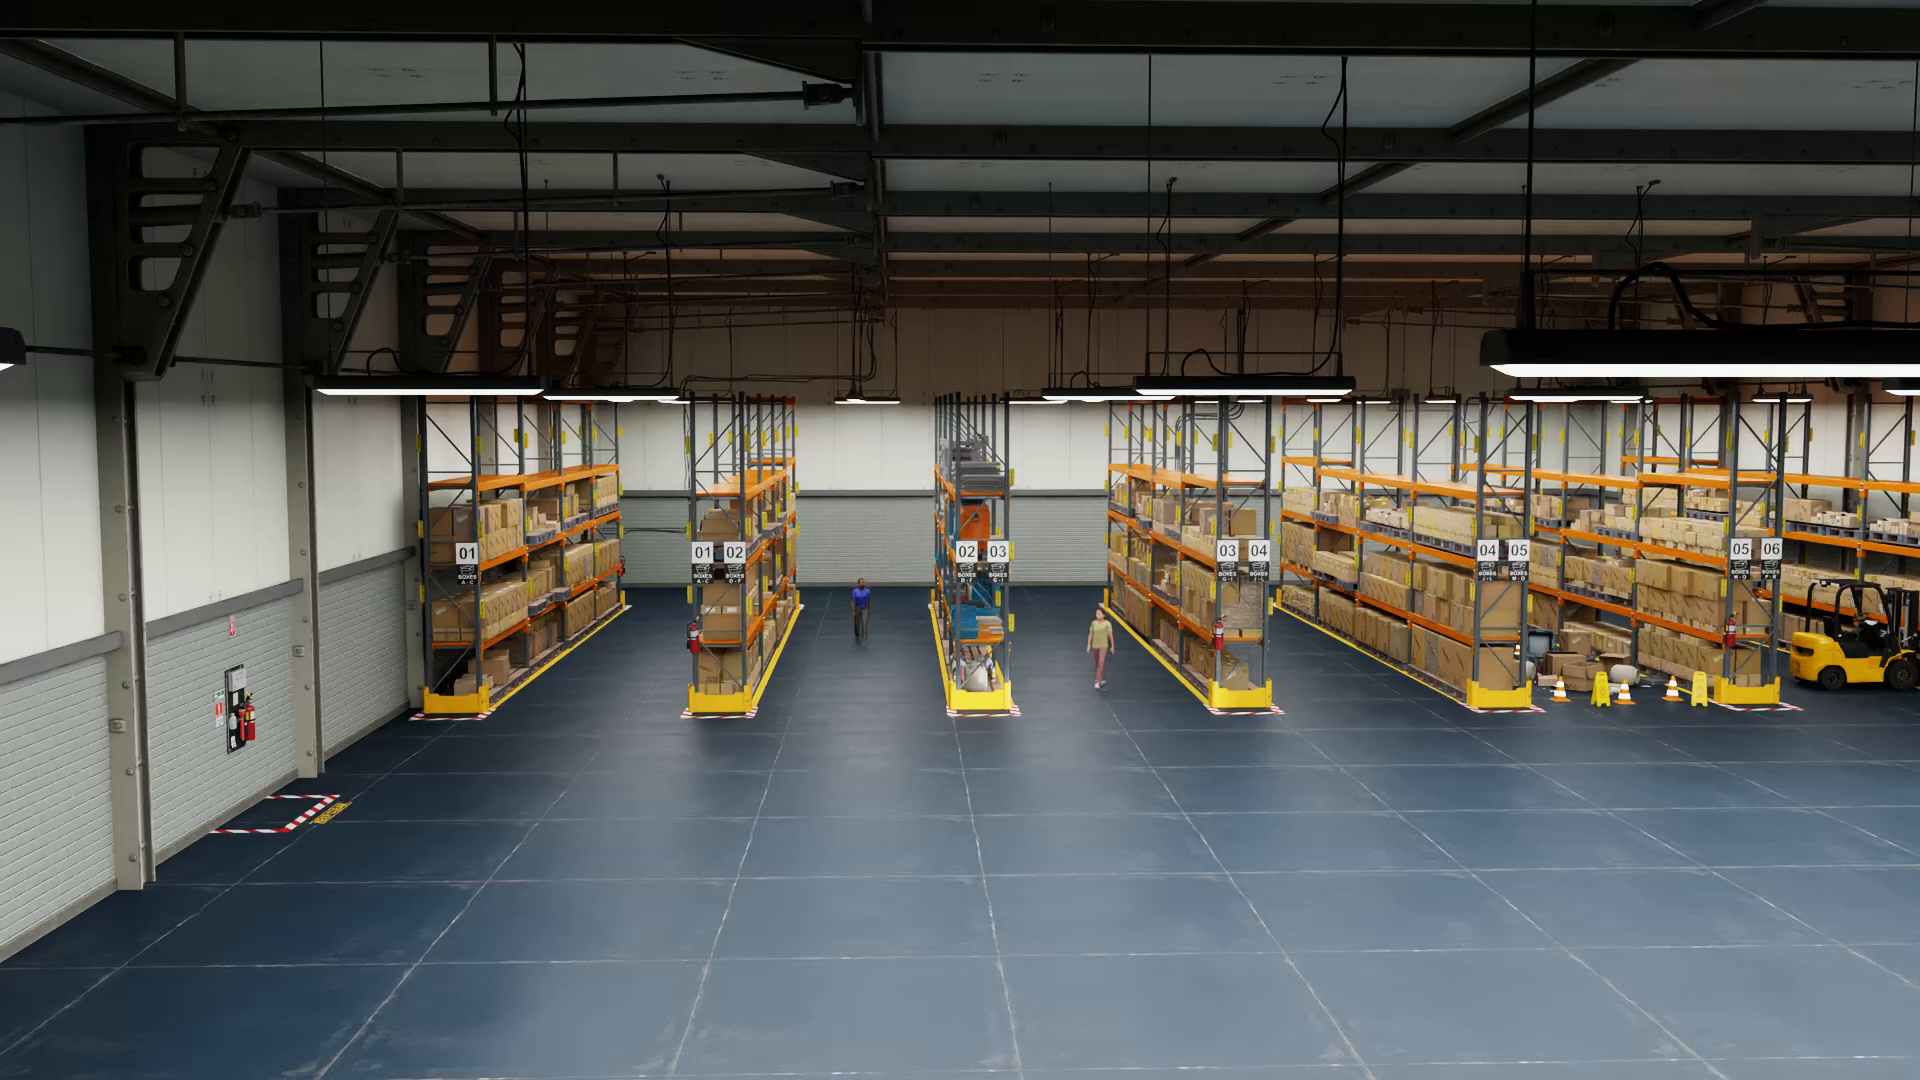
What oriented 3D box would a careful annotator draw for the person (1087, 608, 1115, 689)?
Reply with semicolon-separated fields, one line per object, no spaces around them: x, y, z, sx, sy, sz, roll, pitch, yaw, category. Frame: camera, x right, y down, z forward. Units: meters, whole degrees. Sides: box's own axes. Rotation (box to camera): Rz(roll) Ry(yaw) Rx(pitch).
2.814;2.188;33.814;0.489;1.618;0.977;3;5;31;person

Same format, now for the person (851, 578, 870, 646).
-2.382;1.703;39.977;0.450;1.593;1.045;0;5;-3;person
